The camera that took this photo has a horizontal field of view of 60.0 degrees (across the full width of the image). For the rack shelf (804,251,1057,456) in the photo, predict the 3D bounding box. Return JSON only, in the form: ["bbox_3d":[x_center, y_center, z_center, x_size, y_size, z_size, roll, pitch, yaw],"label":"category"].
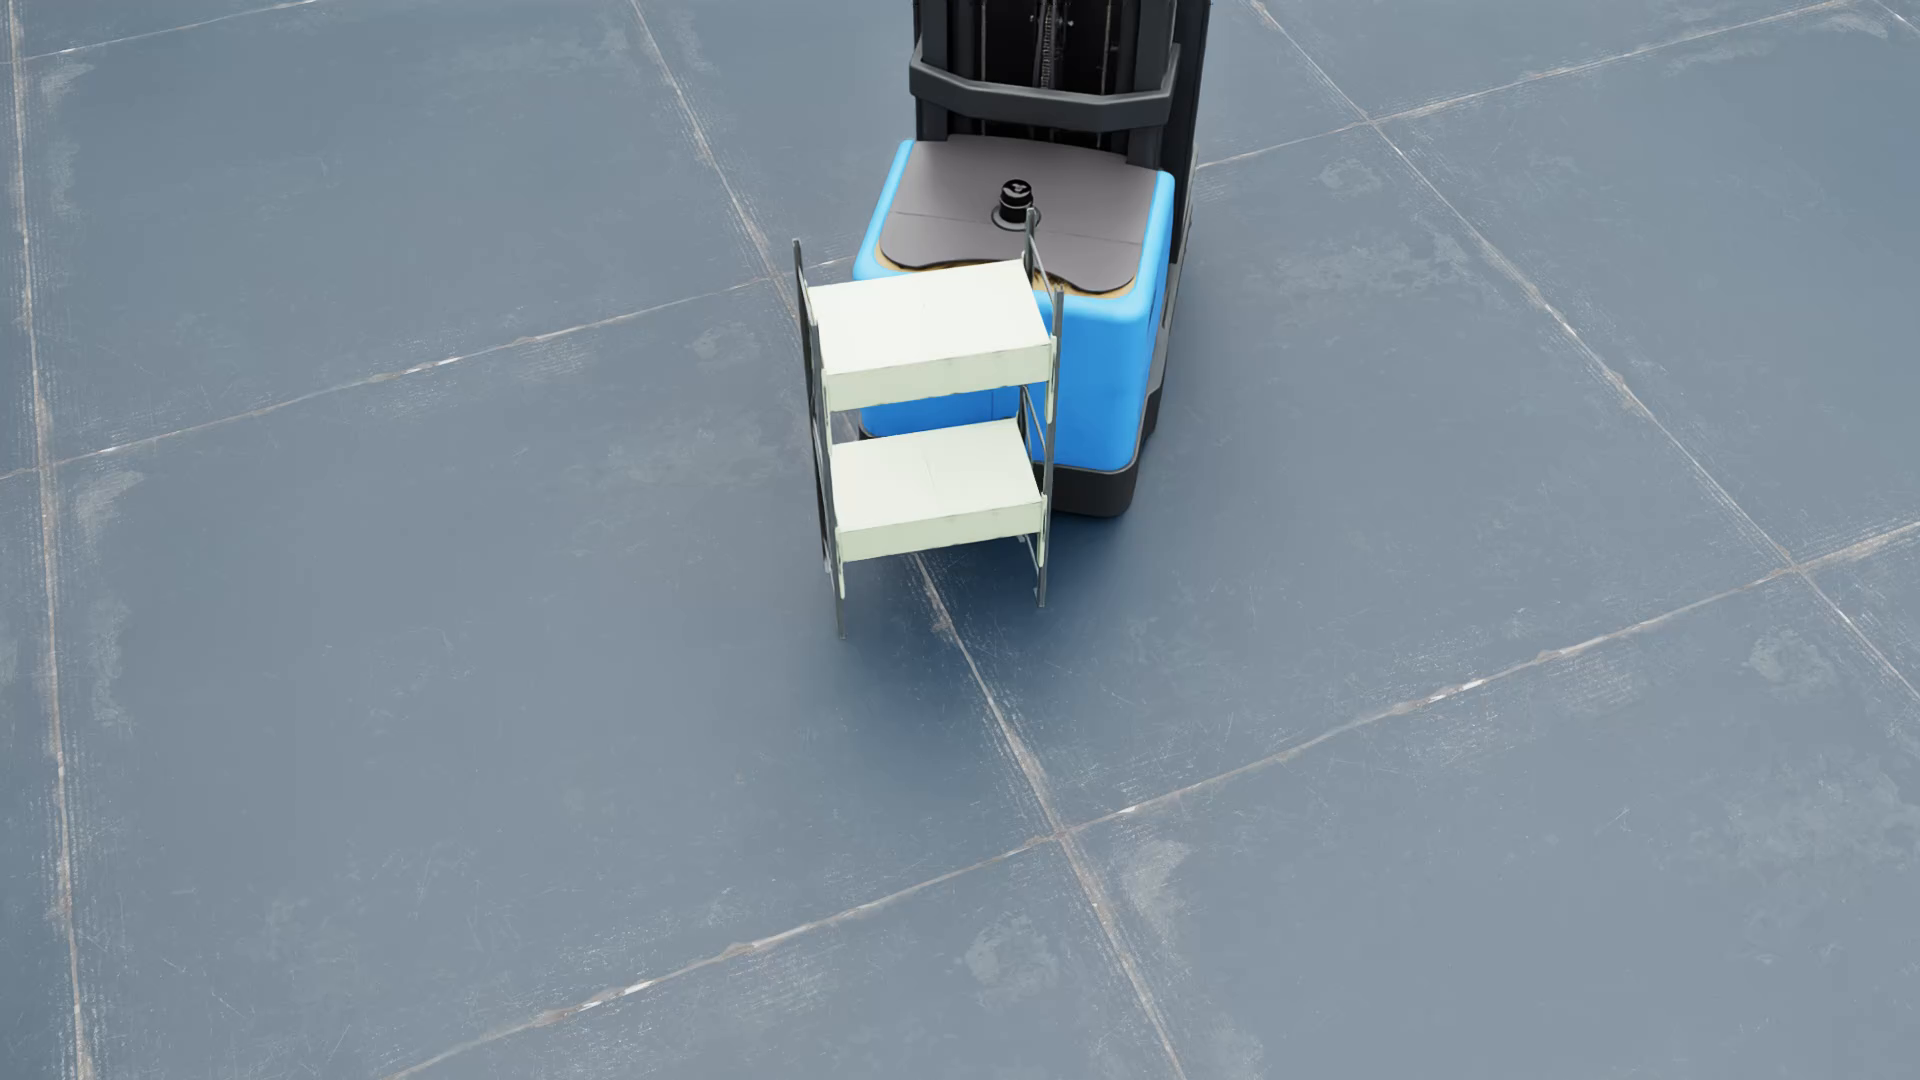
[{"bbox_3d":[-0.101,-0.591,5.254,0.720,0.370,0.431,-9,50,-8],"label":"rack shelf"}]

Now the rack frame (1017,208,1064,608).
[{"bbox_3d":[0.257,-0.393,5.599,0.023,1.500,0.400,-9,50,-8],"label":"rack frame"}]

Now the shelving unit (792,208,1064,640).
[{"bbox_3d":[-0.101,-0.337,5.551,0.755,1.500,0.431,-9,50,-8],"label":"shelving unit"}]

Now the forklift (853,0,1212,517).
[{"bbox_3d":[0.418,-2.184,6.193,1.130,2.935,3.031,9,50,8],"label":"forklift"}]

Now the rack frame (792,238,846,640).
[{"bbox_3d":[-0.460,-0.281,5.502,0.023,1.500,0.400,-9,50,-8],"label":"rack frame"}]

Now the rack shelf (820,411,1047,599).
[{"bbox_3d":[-0.101,-0.124,5.798,0.720,0.370,0.431,-9,50,-8],"label":"rack shelf"}]
